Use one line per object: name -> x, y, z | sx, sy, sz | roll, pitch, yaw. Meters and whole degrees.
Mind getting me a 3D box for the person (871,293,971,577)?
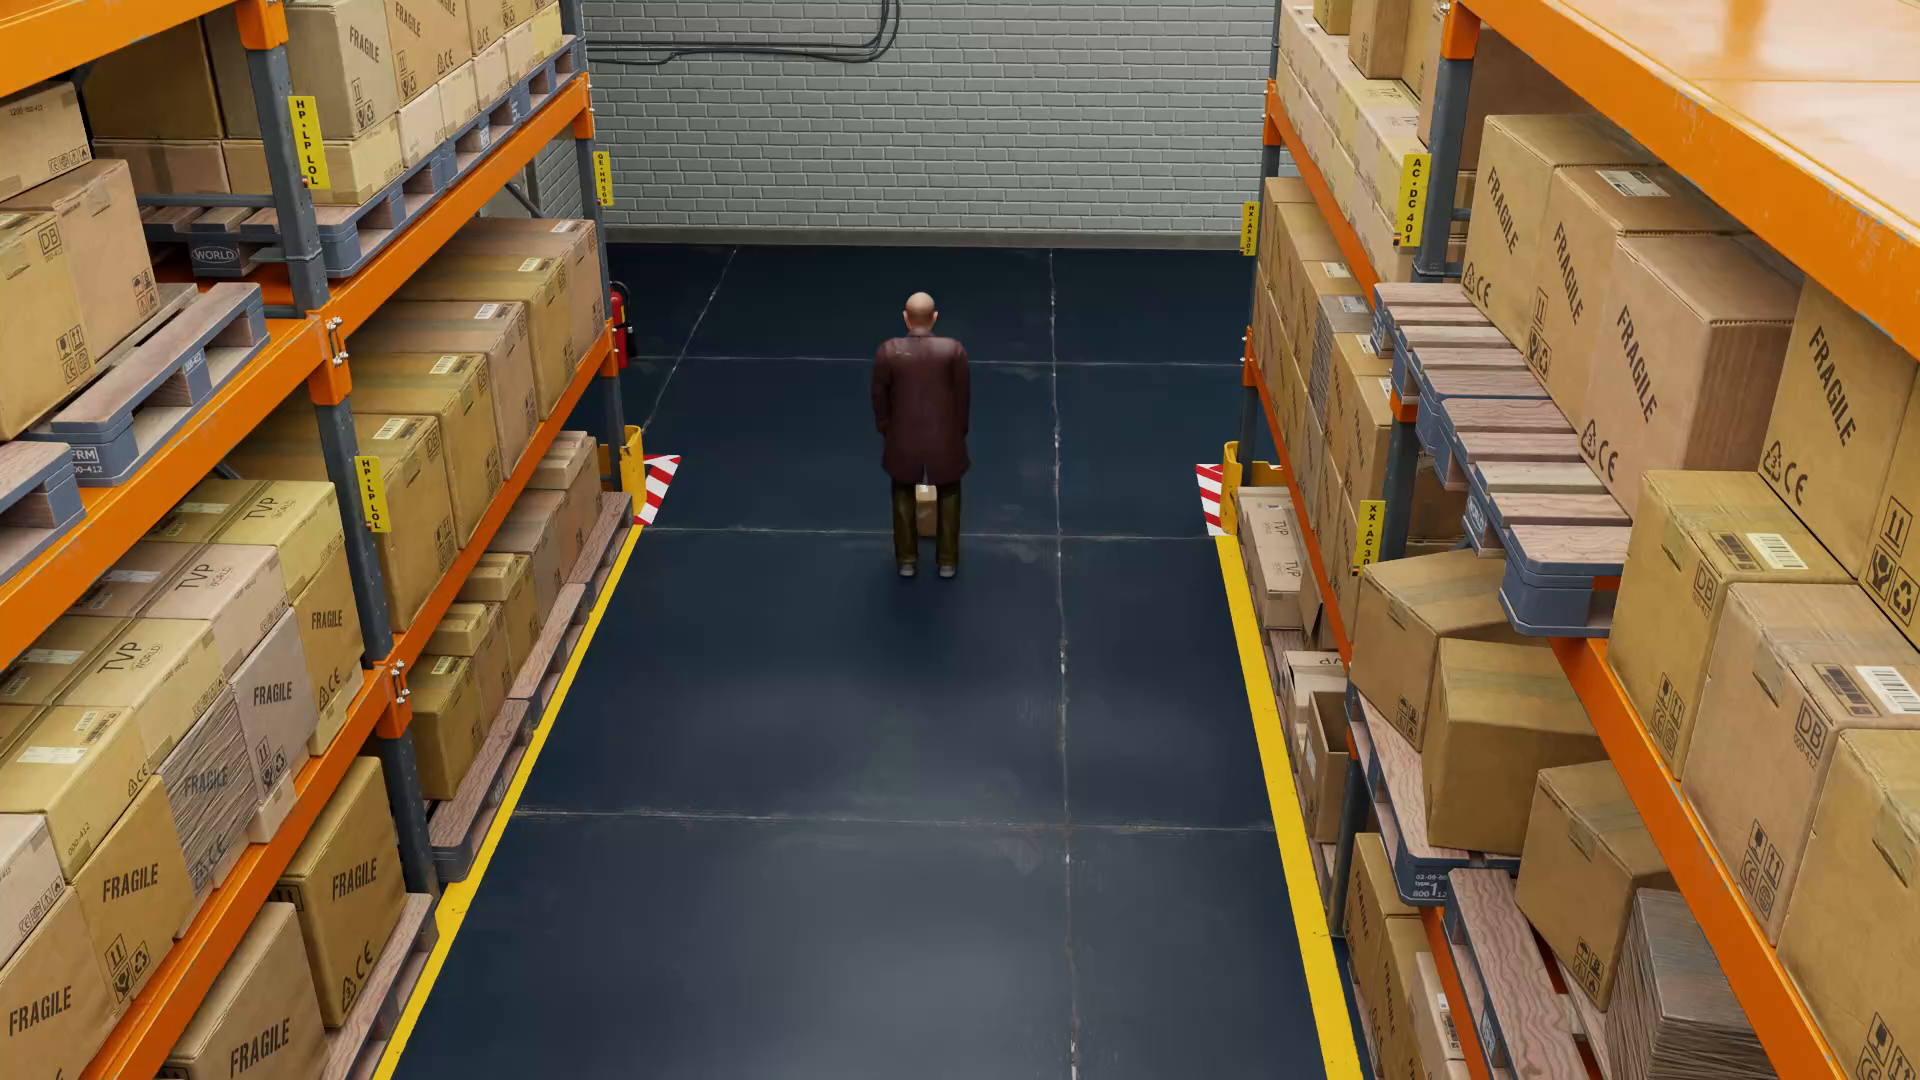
person -> -0.228, -0.609, 9.864 | 0.587, 1.731, 0.416 | 2, 28, 3
